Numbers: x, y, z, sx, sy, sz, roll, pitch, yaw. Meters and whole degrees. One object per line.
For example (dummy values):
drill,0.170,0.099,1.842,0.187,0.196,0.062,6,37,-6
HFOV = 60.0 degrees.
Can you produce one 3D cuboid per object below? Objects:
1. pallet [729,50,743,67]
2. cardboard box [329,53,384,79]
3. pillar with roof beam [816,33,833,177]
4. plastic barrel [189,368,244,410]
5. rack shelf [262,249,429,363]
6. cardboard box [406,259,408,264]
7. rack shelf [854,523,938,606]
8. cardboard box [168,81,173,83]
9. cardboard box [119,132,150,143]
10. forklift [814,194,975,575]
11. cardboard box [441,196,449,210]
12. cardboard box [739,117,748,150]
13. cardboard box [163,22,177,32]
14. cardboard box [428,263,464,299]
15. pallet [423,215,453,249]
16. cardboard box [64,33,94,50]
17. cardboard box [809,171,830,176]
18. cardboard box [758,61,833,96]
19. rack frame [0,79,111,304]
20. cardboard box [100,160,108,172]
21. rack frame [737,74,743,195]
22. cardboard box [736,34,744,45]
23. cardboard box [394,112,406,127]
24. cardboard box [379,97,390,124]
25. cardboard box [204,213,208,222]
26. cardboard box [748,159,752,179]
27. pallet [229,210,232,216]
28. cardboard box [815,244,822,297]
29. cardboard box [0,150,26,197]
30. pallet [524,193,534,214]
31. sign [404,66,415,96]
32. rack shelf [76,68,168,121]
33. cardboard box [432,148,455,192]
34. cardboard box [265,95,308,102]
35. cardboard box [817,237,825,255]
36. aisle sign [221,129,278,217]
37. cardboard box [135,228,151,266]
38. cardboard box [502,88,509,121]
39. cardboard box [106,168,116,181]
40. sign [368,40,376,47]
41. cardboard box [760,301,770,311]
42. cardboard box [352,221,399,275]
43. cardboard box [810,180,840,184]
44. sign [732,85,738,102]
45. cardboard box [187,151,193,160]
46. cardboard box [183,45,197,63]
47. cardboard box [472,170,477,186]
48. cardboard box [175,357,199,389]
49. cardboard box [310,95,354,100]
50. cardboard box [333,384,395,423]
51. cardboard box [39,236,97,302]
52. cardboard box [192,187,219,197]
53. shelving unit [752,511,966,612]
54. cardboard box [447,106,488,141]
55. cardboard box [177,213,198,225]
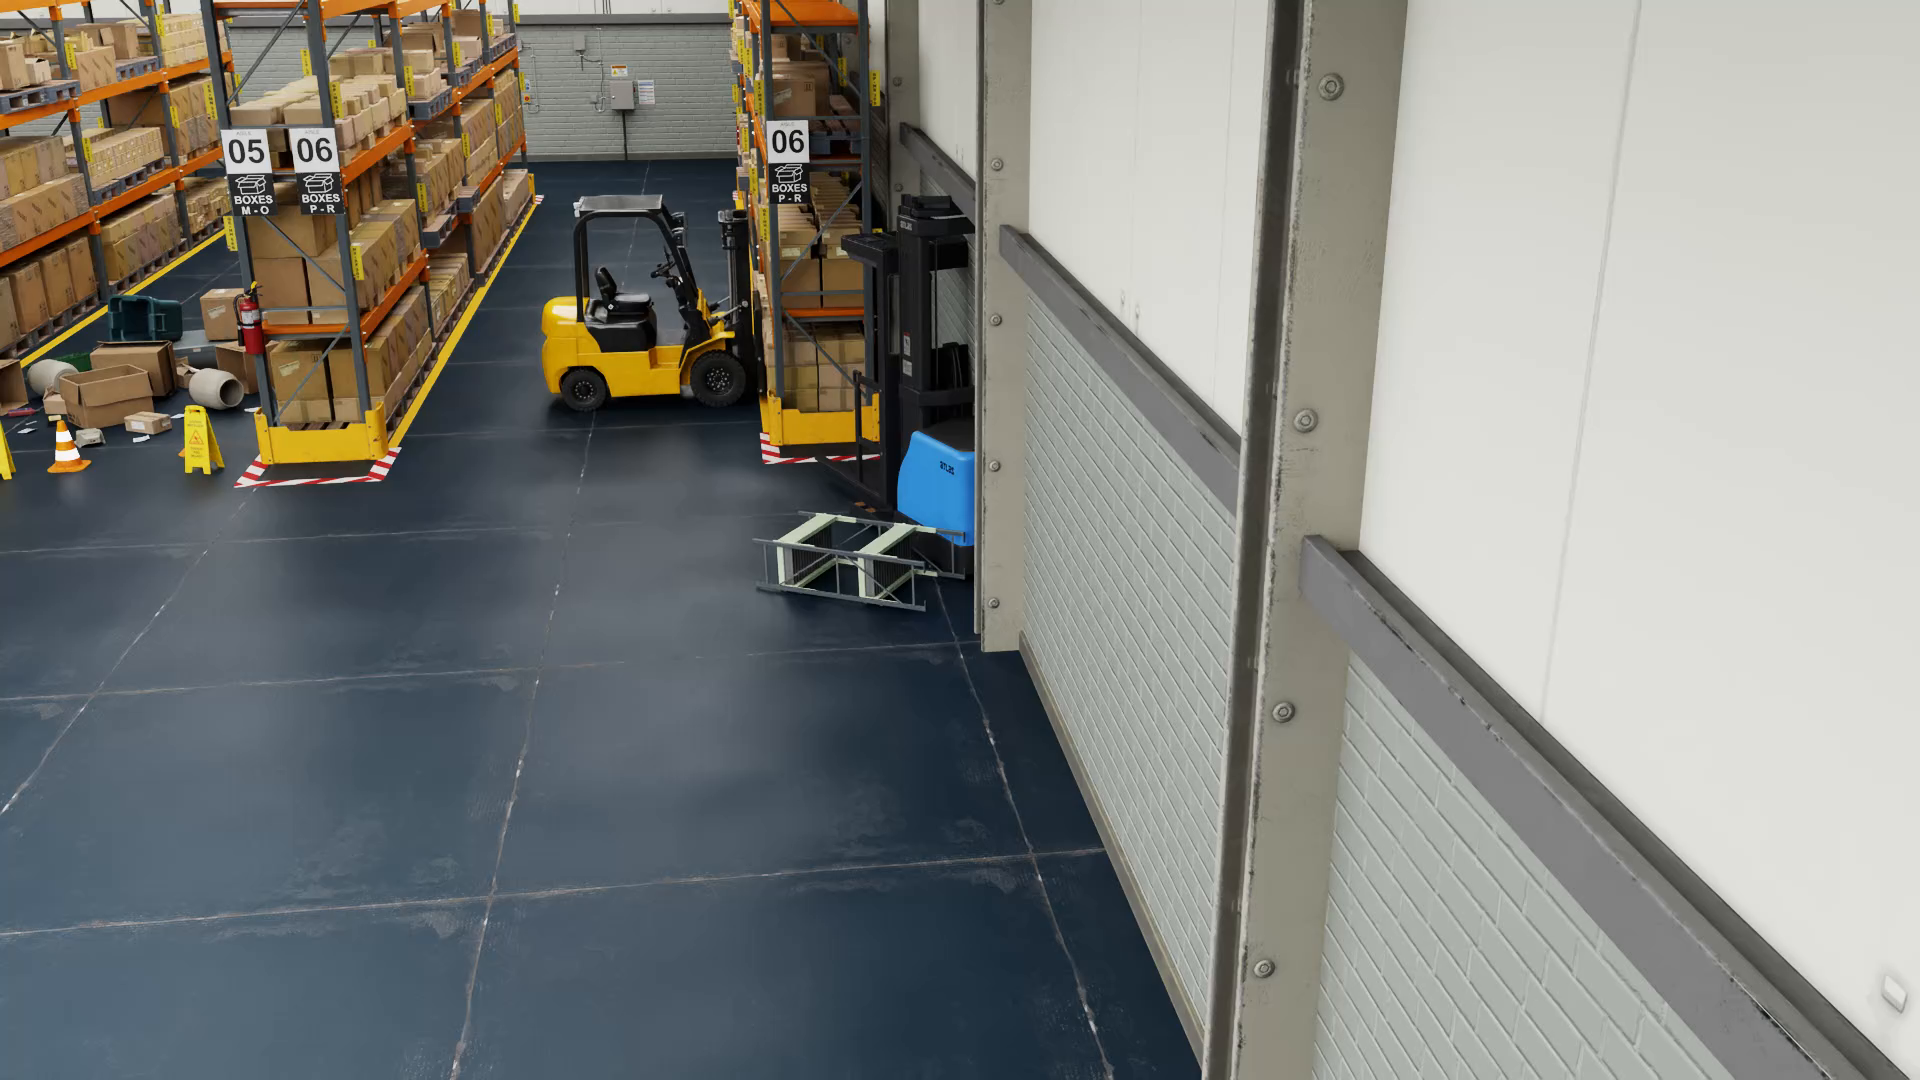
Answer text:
pallet,-3.075,-7.699,26.599,1.213,0.211,1.003,-3,21,-8
cardboard box,-7.067,-5.550,19.475,0.500,0.250,0.500,-2,21,-7
pillar with roof beam,-6.568,-9.491,26.841,9.100,9.000,0.400,-3,21,-8
plastic barrel,-8.077,-1.637,18.068,0.512,0.421,0.421,12,24,30
rack shelf,-6.569,-2.560,17.887,1.077,0.370,4.000,-3,21,-8
cardboard box,-6.507,-3.196,18.919,0.380,0.149,0.250,-3,21,-7
rack shelf,-0.498,0.190,13.089,0.370,0.431,0.720,7,21,23
cardboard box,-13.460,-7.414,27.856,0.500,0.500,0.500,-4,21,-9
cardboard box,-12.569,-6.121,25.301,0.380,0.149,0.250,-4,21,-9
forklift,-0.322,-1.561,14.282,1.130,2.935,3.031,-12,24,-29
cardboard box,-6.785,-4.329,21.352,0.380,0.149,0.250,-2,21,-6
cardboard box,-3.177,-6.497,26.655,0.700,0.500,0.500,-3,21,-7
cardboard box,-12.788,-8.216,26.644,0.380,0.149,0.250,-4,21,-9
cardboard box,-7.248,-3.489,22.501,0.950,0.372,0.625,-3,21,-9
pallet,-6.824,-3.772,20.377,1.003,0.211,1.213,-3,21,-8
cardboard box,-12.254,-6.920,23.006,0.396,0.266,0.258,-3,21,-8
cardboard box,-1.875,-4.682,21.468,0.380,0.149,0.250,-3,21,-8
cardboard box,-1.770,-4.859,17.835,0.797,0.503,0.637,-2,21,-6
rack frame,-12.318,-4.690,22.561,1.000,3.000,0.127,-3,21,-8
cardboard box,-12.272,-5.272,23.452,0.380,0.149,0.250,-4,21,-9
rack frame,-3.676,-7.996,31.413,1.000,3.000,0.127,-3,21,-8
cardboard box,-3.210,-7.626,25.325,0.380,0.149,0.250,-3,21,-7
cardboard box,-6.510,-4.783,18.882,0.380,0.149,0.250,-3,21,-7
cardboard box,-6.395,-4.573,17.748,0.500,0.250,0.500,-3,21,-9
cardboard box,-12.914,-5.431,28.018,0.380,0.149,0.250,-4,21,-10
cardboard box,-2.725,-5.223,23.488,0.500,0.250,0.500,-3,21,-8
pallet,-13.378,-5.844,29.636,1.003,0.211,1.213,-3,21,-8
cardboard box,-1.263,-2.868,17.540,0.500,0.500,0.500,-2,21,-6
cardboard box,-12.039,-4.520,20.533,0.700,0.500,0.500,-3,21,-8
pallet,-8.395,-6.165,30.496,1.003,0.211,1.213,-3,21,-8
sign,-6.322,-5.267,19.080,0.100,0.325,0.005,-3,21,-8
rack shelf,-12.606,-6.451,24.016,1.077,0.370,4.000,-3,21,-8
cardboard box,-6.934,-4.861,21.850,0.500,0.500,0.500,-4,21,-11
cardboard box,-6.690,-4.322,16.508,0.380,0.149,0.250,-3,21,-8
cardboard box,-1.261,-3.020,17.019,0.380,0.149,0.250,-3,21,-8
aisle sign,-6.559,-3.387,15.355,0.394,0.787,0.004,-3,21,-8
cardboard box,-12.322,-4.325,24.556,0.500,0.500,0.500,-3,21,-9
cardboard box,-7.969,-7.405,28.258,0.500,0.500,0.500,-3,21,-7
cardboard box,-12.301,-5.214,23.722,0.380,0.149,0.250,-2,21,-5
sign,-7.985,-6.634,22.626,0.100,0.325,0.005,-3,21,-8
cardboard box,-1.972,-2.504,18.608,0.500,0.250,0.500,-3,21,-9
cardboard box,-6.309,-3.100,17.736,0.500,0.500,0.500,-3,21,-9
cardboard box,-1.606,-4.147,19.612,0.380,0.149,0.250,-3,21,-9
sign,-4.213,-8.374,31.188,0.100,0.325,0.005,-3,21,-8
cardboard box,-12.846,-6.342,27.342,0.380,0.149,0.250,-4,21,-10
cardboard box,-12.837,-7.938,27.184,0.500,0.250,0.500,-2,21,-5
cardboard box,-7.347,-5.264,24.310,0.500,0.250,0.500,-4,21,-9
cardboard box,-8.864,-1.919,19.048,0.396,0.266,0.258,17,27,39
cardboard box,-6.250,-4.347,16.574,0.380,0.149,0.250,-3,21,-8
cardboard box,-6.124,-1.407,17.100,0.500,0.250,0.500,-3,21,-8
cardboard box,-12.319,-3.618,22.304,1.050,0.750,0.750,-3,21,-8
cardboard box,-13.005,-5.976,28.629,0.380,0.149,0.250,-4,21,-10
shelving unit,-0.796,0.151,13.216,1.500,0.431,0.755,7,21,23
cardboard box,-7.562,-6.378,25.507,0.500,0.500,0.500,-2,21,-6
cardboard box,-12.630,-5.217,27.021,0.380,0.149,0.250,-2,21,-5
